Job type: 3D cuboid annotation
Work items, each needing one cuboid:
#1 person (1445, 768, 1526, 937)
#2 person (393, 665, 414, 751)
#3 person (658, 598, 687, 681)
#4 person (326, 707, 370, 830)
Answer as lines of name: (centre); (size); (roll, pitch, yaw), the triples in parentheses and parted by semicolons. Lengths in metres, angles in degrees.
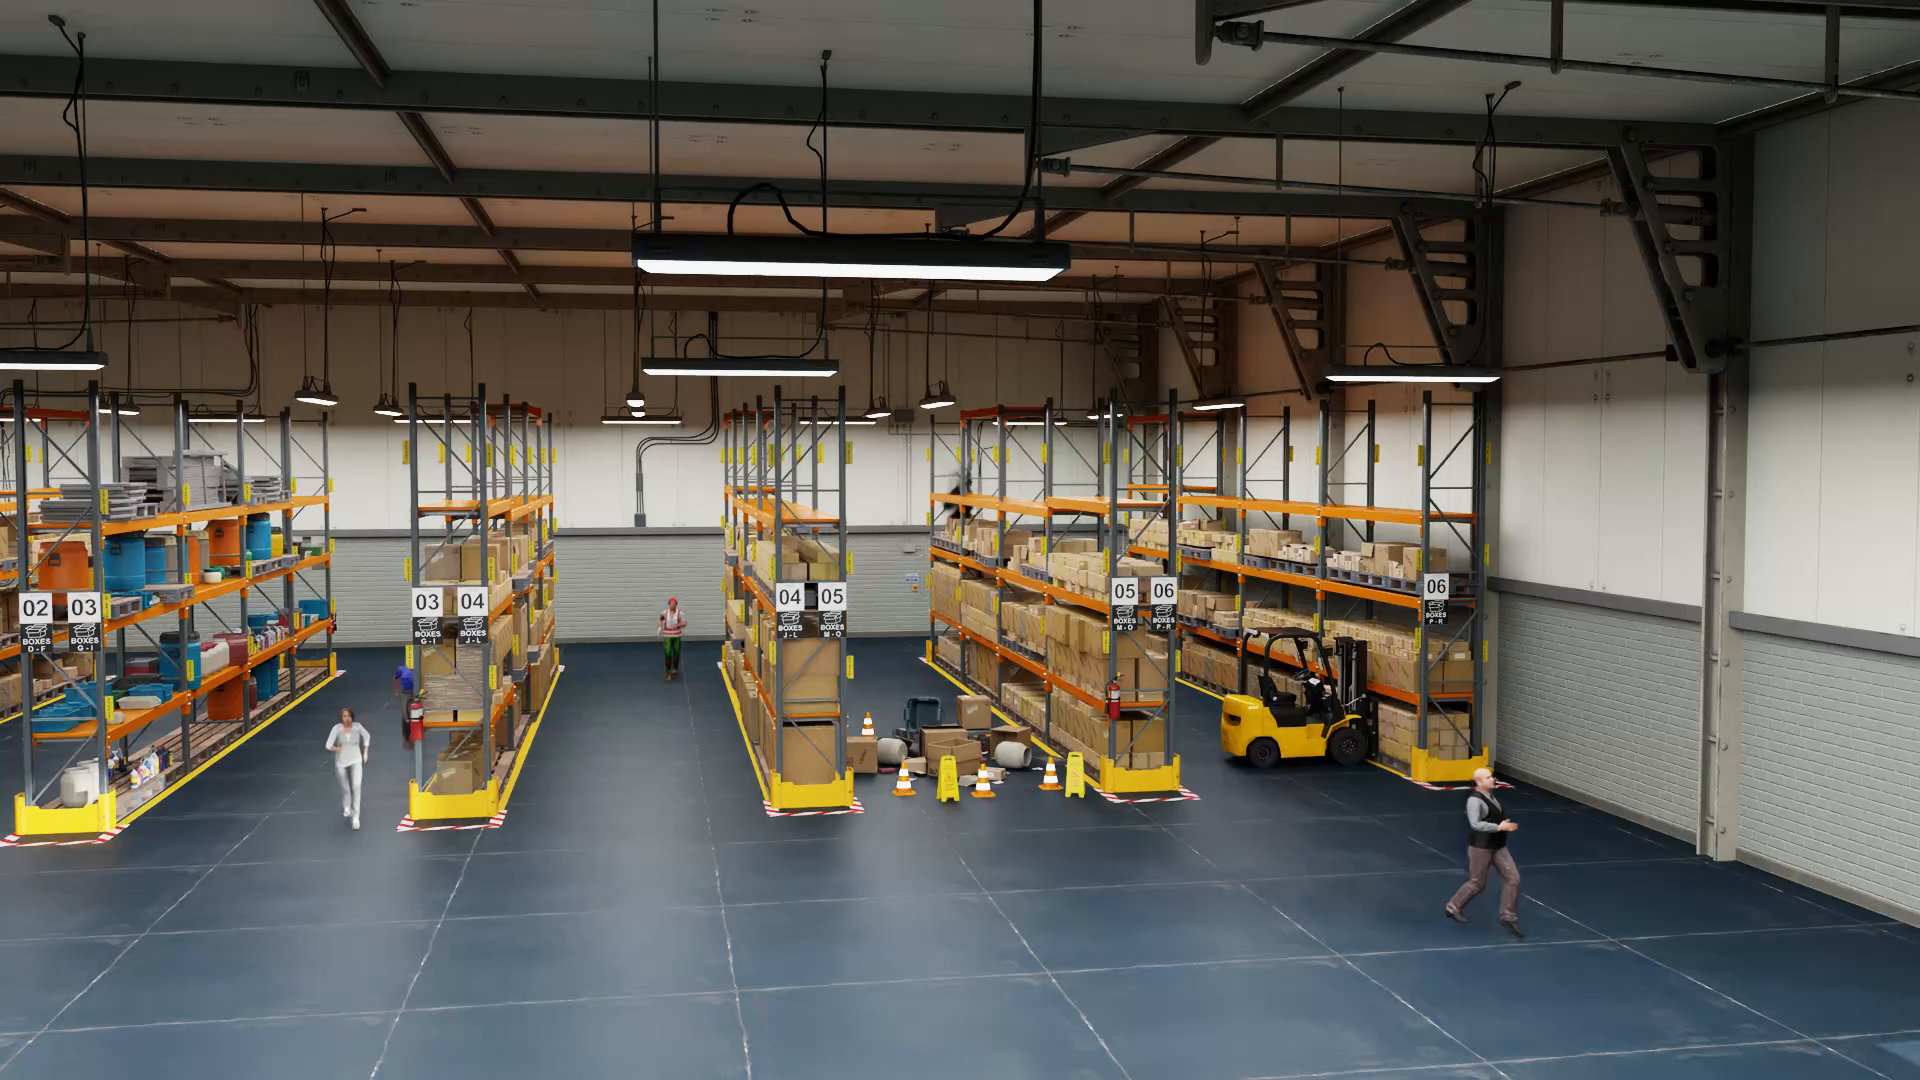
person: (5.546, 3.272, 17.506); (0.661, 1.757, 0.822); (-3, 4, -45)
person: (-9.385, 2.743, 28.419); (0.541, 1.700, 0.712); (-1, 3, -22)
person: (-6.455, 2.205, 37.311); (0.651, 1.839, 0.835); (-1, 3, -11)
person: (-8.310, 3.065, 22.590); (0.562, 1.620, 0.801); (-1, 3, -19)
